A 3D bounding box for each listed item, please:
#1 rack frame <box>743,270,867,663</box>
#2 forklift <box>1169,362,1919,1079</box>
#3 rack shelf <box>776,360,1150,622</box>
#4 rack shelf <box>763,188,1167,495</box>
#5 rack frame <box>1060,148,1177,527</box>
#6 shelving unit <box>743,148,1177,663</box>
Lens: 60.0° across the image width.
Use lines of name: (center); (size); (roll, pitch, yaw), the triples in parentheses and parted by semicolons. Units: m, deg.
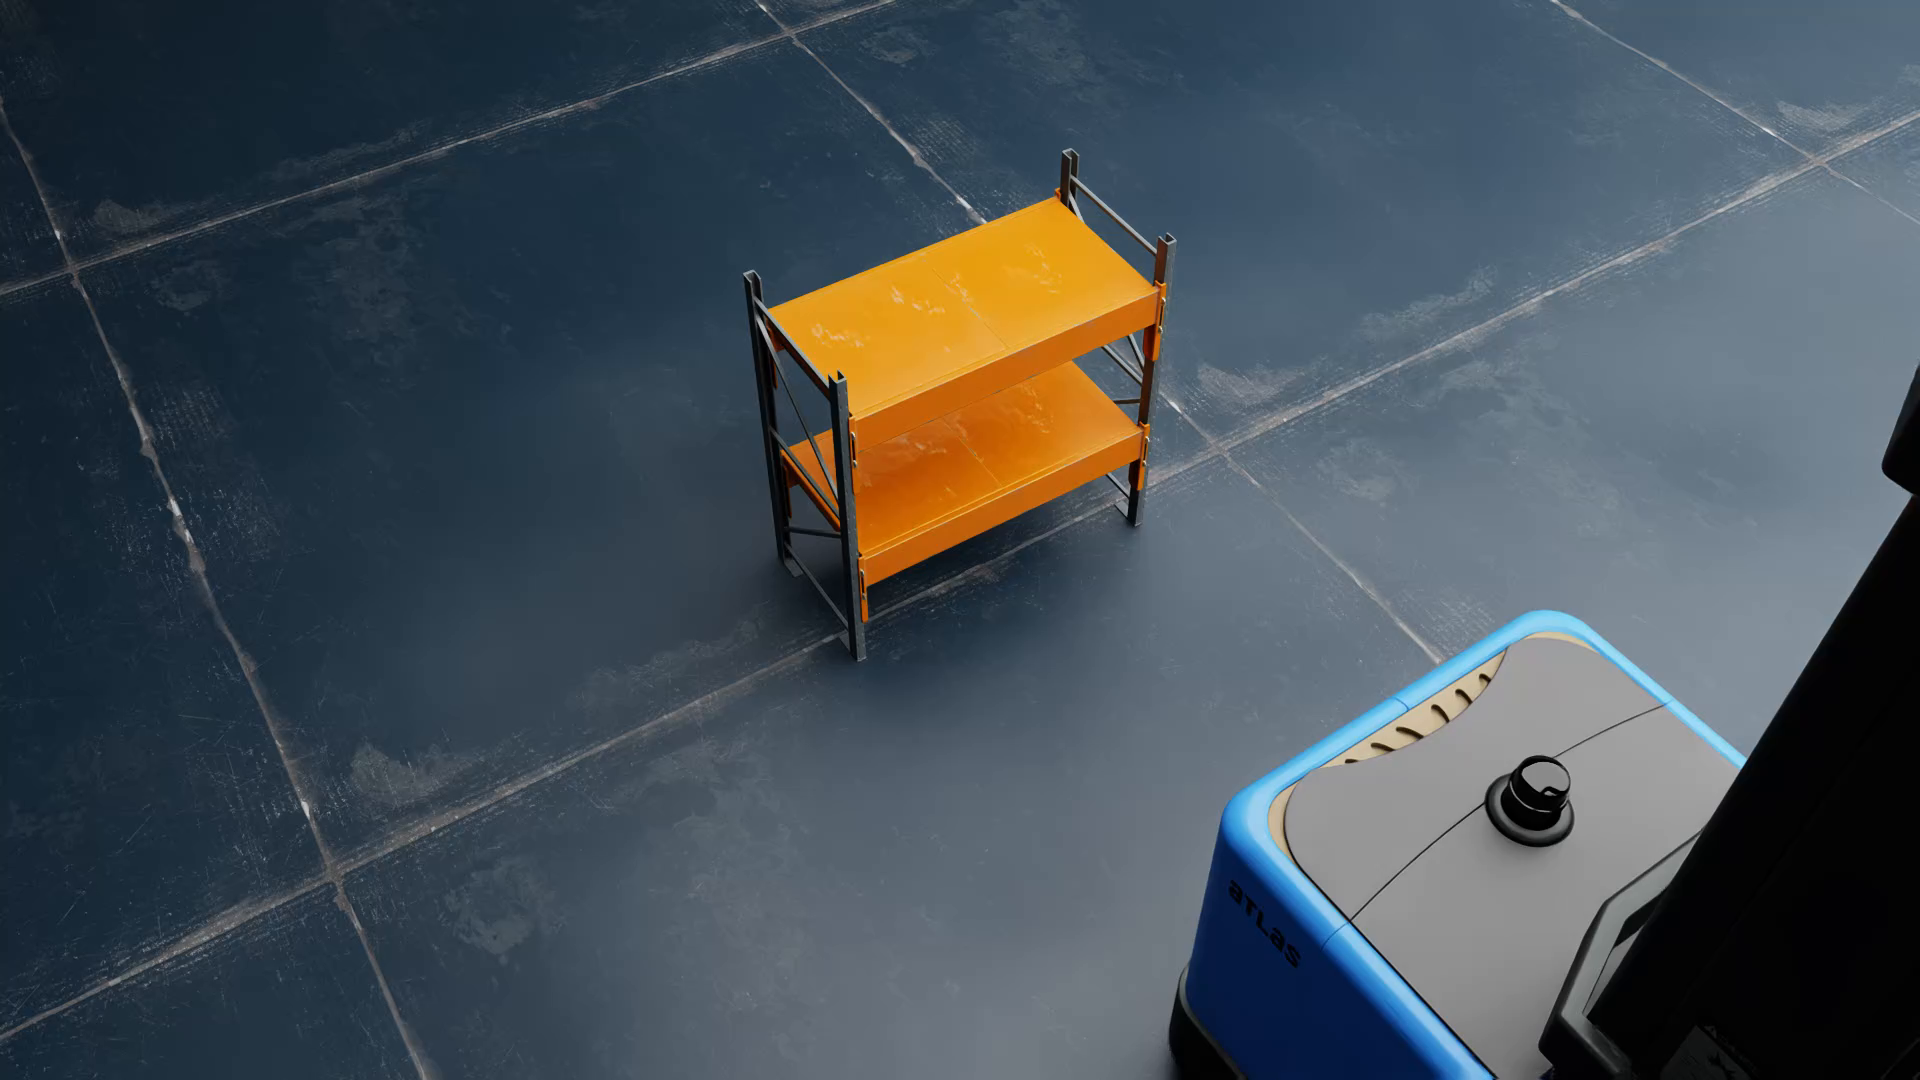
rack frame: (-0.424, -0.174, 4.652); (0.032, 1.125, 0.500); (-25, 53, -21)
forklift: (1.756, 0.983, 2.412); (1.130, 2.935, 3.031); (-27, 54, -22)
rack shelf: (0.006, -0.214, 5.015); (1.000, 0.278, 0.538); (-25, 53, -21)
rack shelf: (0.006, -0.571, 4.614); (1.000, 0.278, 0.538); (-25, 53, -21)
rack frame: (0.436, -0.579, 5.013); (0.032, 1.125, 0.500); (-25, 53, -21)
shelving unit: (0.006, -0.377, 4.832); (1.048, 1.125, 0.538); (-25, 53, -21)
